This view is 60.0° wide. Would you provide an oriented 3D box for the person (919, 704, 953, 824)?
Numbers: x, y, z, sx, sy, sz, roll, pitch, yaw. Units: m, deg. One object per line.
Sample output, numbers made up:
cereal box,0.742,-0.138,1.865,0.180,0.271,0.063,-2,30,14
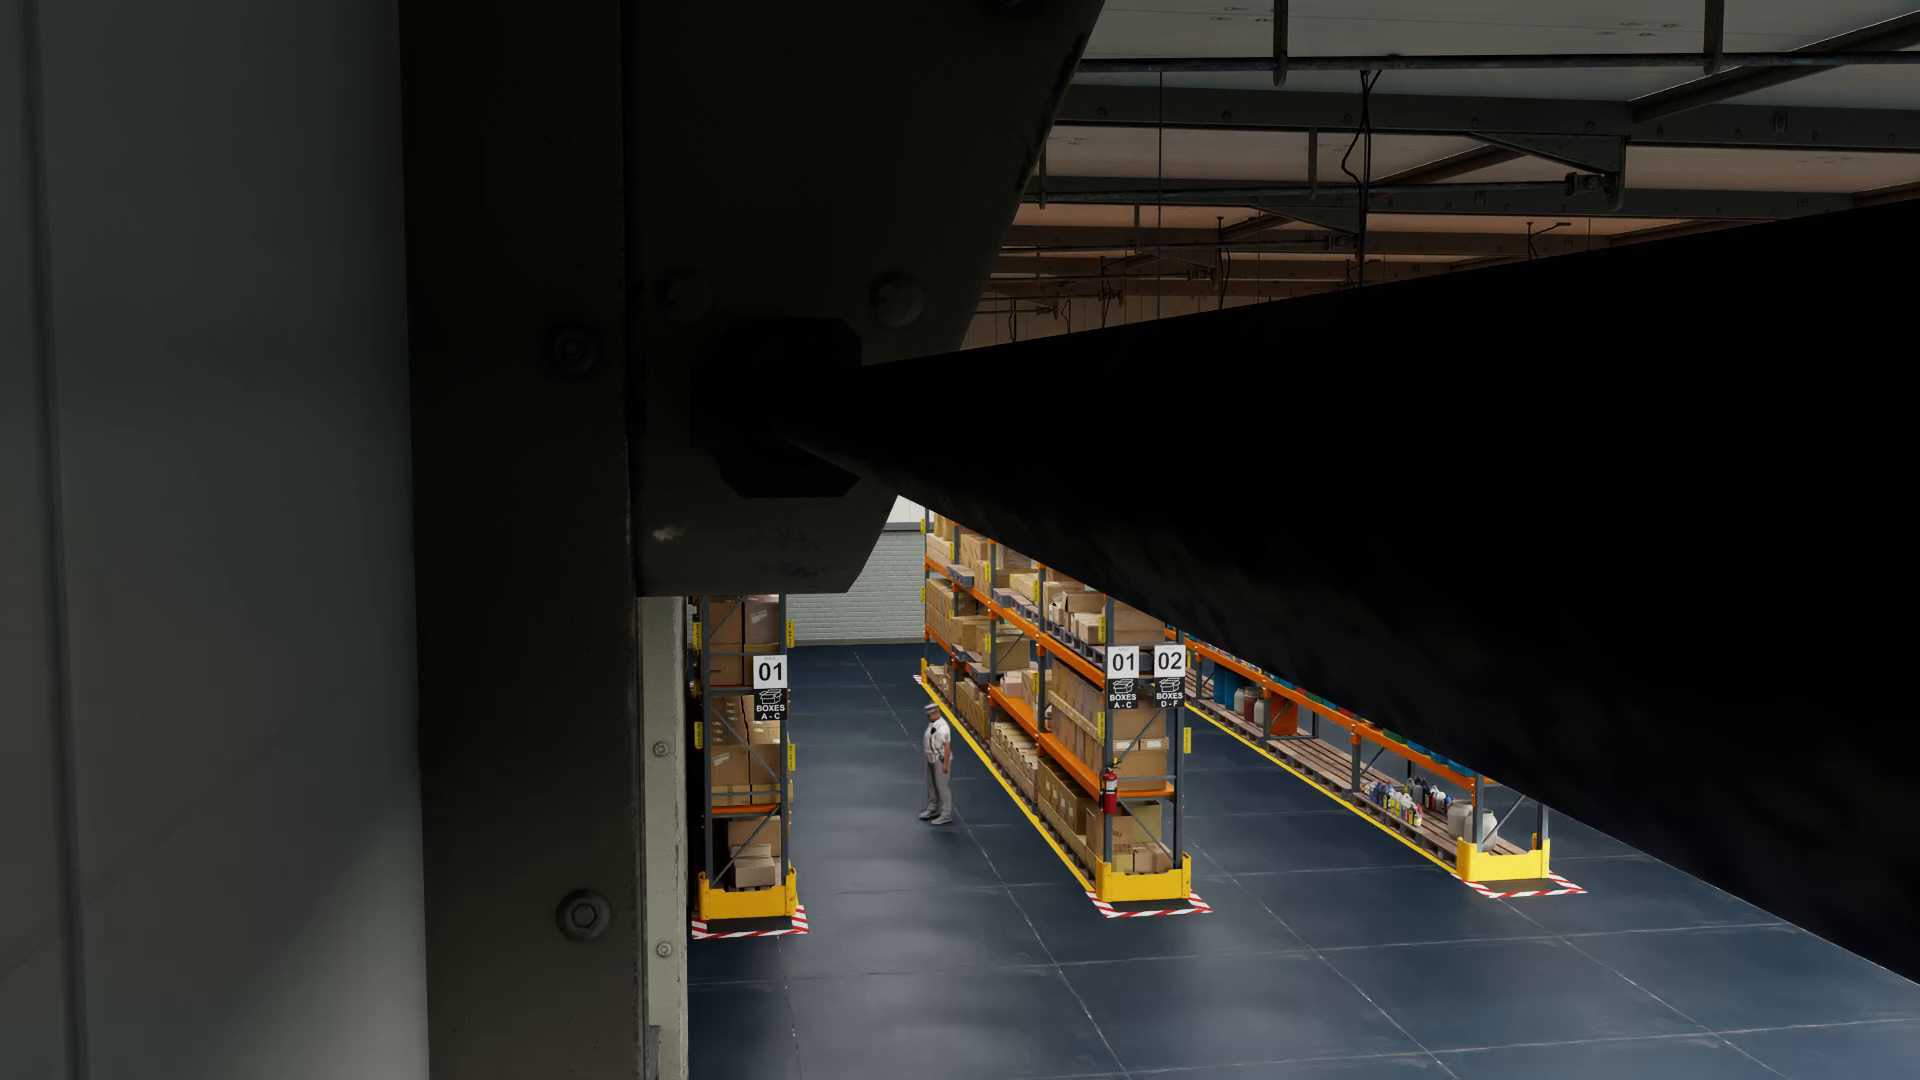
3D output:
person,-0.353,3.291,24.670,0.459,1.747,0.591,-2,5,-22
